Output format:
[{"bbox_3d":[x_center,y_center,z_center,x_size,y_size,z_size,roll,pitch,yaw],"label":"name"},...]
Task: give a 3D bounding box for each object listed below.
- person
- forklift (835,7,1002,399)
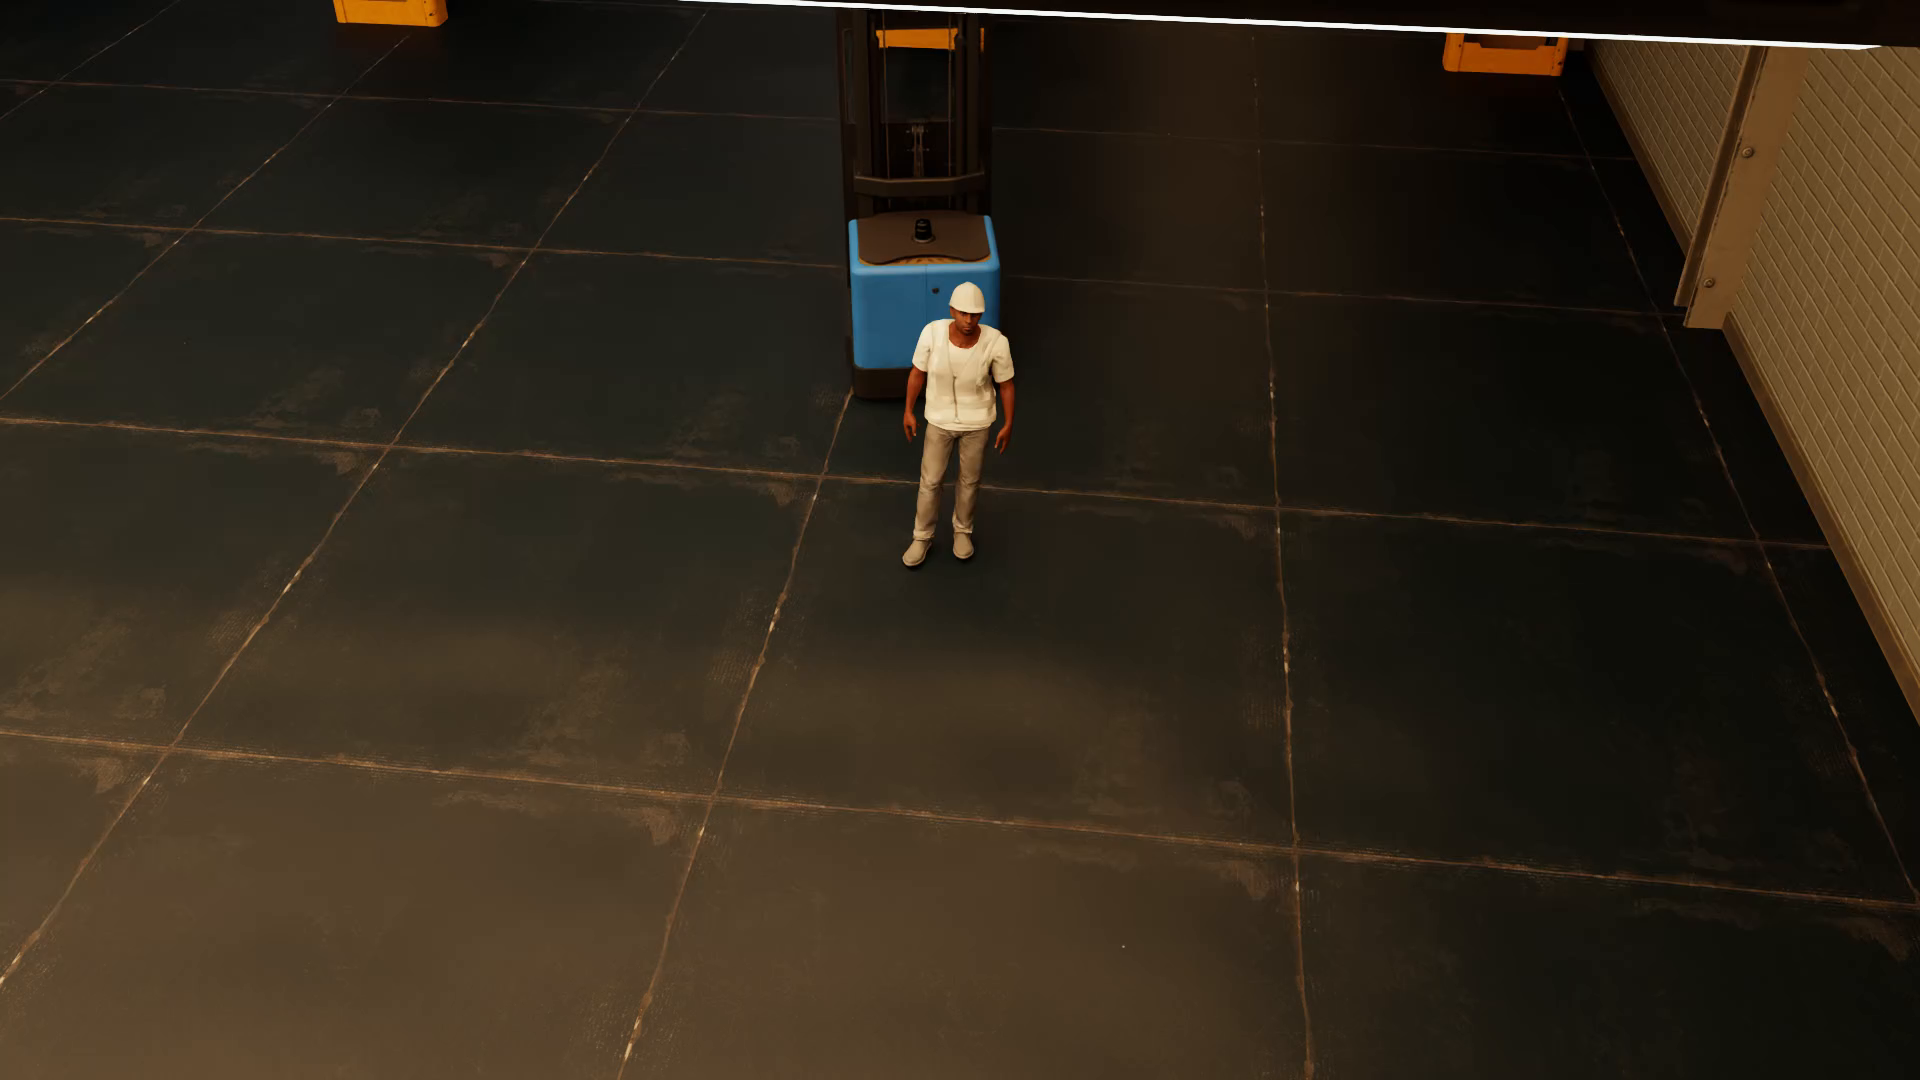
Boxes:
[{"bbox_3d":[-0.014,-0.676,9.916,0.665,1.768,0.575,4,37,6],"label":"person"},{"bbox_3d":[-0.332,-3.032,12.143,1.130,2.935,3.031,-2,36,-3],"label":"forklift"}]
